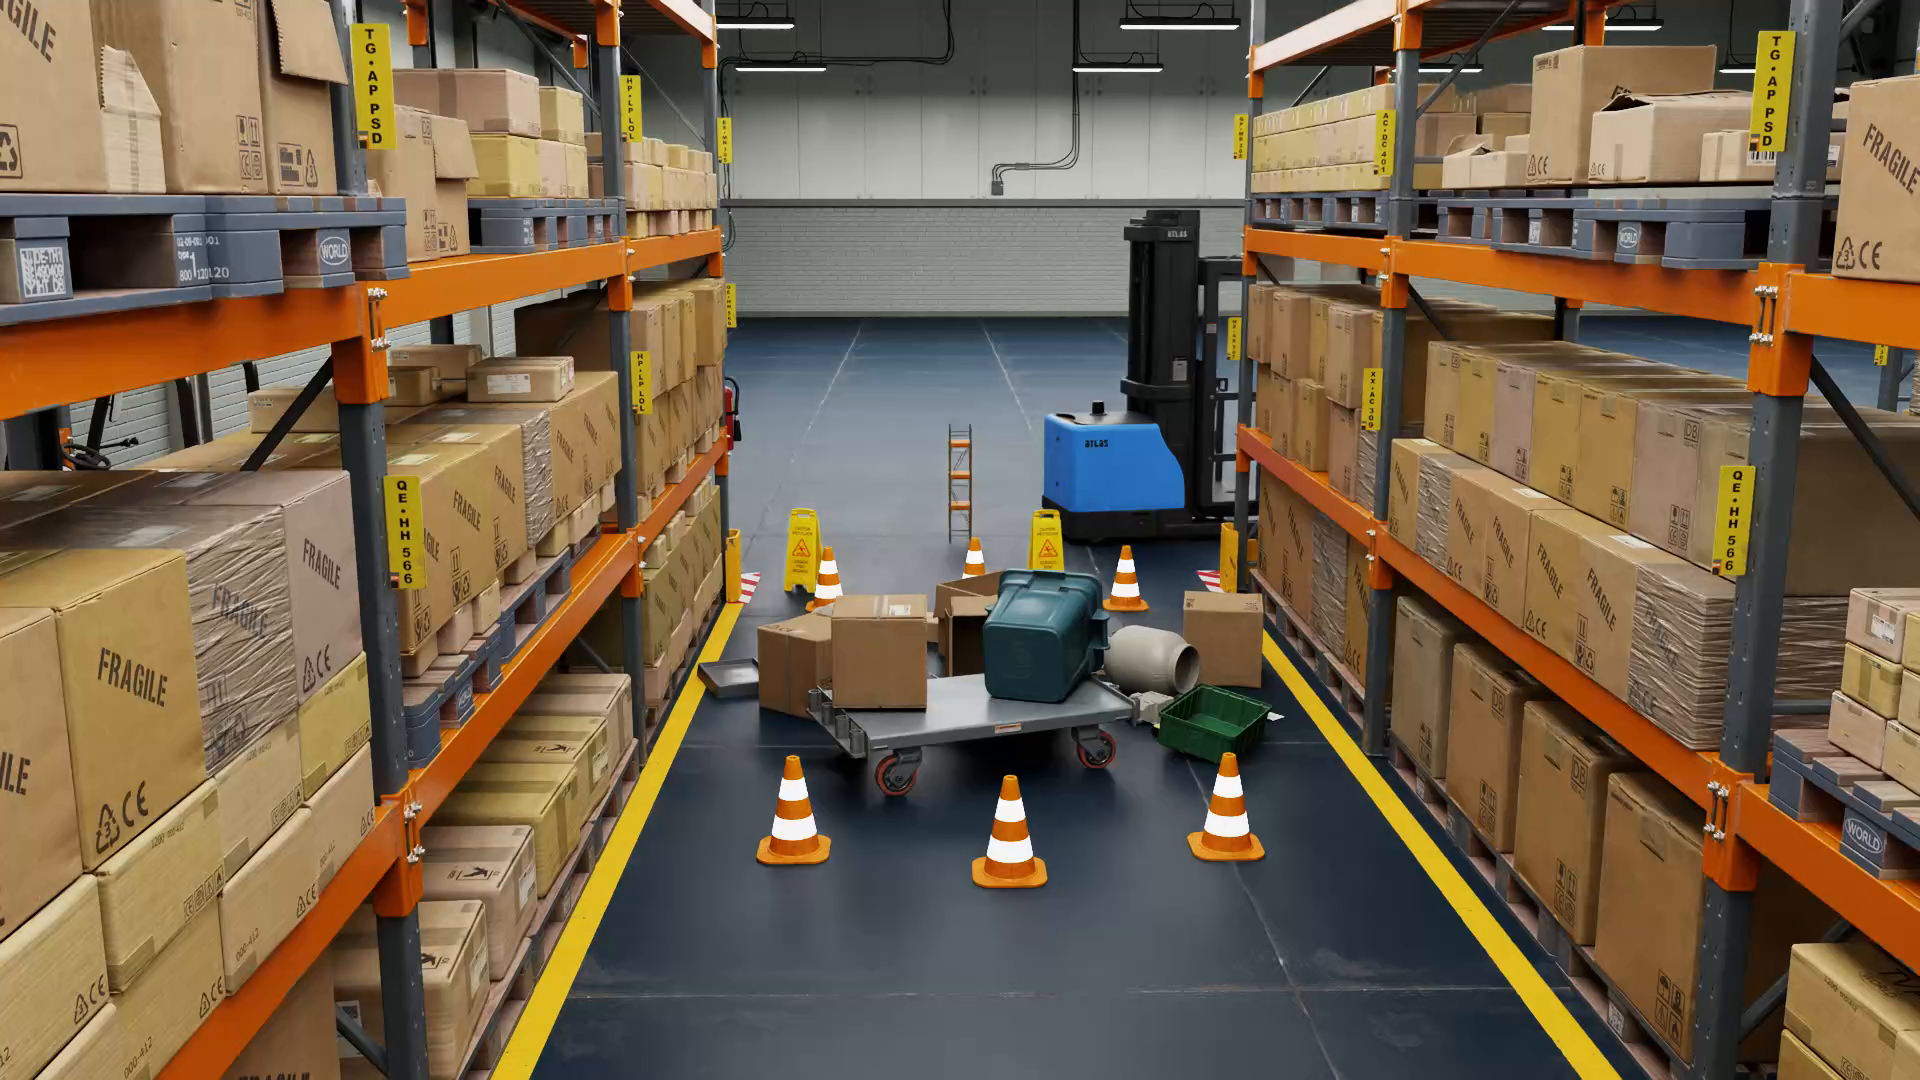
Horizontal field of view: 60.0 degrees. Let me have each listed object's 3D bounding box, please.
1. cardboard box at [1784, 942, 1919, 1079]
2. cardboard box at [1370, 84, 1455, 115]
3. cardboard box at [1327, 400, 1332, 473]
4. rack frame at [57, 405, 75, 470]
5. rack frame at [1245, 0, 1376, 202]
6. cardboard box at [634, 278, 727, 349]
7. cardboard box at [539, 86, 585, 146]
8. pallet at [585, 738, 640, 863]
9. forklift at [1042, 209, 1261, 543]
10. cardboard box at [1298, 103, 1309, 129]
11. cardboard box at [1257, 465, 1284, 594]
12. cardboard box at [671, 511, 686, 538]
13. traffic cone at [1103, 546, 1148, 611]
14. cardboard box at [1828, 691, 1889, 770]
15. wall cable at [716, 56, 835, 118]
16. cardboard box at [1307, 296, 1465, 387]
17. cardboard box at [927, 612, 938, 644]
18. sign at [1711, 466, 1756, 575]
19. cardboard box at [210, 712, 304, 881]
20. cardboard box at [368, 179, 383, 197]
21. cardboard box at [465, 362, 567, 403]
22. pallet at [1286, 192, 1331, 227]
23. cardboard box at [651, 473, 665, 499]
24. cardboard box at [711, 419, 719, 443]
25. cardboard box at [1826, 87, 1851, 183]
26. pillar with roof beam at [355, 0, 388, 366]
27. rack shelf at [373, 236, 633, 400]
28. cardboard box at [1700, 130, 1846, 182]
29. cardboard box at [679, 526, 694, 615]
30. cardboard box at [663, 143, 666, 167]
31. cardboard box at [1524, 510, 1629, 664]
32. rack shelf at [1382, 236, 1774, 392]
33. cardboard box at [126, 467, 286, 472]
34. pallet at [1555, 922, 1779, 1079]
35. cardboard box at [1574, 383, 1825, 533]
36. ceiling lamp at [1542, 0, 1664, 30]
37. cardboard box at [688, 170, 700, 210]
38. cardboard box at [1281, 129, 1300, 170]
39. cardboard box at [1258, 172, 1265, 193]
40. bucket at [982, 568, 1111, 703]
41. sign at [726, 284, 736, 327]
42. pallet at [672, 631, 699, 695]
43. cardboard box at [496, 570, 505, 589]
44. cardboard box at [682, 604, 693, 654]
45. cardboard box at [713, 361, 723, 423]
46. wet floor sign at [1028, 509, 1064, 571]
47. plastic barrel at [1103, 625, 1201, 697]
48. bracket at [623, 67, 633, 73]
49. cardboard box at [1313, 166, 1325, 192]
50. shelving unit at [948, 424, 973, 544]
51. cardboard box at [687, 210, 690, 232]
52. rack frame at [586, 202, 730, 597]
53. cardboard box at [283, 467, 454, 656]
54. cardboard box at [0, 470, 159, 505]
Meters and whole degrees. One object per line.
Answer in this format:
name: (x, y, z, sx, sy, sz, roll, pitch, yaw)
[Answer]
cardboard box: (2.595, 1.299, 4.458, 0.500, 0.250, 0.500, -1, 11, -4)
cardboard box: (2.414, -2.350, 8.873, 0.380, 0.149, 0.250, 0, 11, -2)
cardboard box: (2.793, -0.650, 10.342, 0.875, 0.550, 0.550, 0, 11, -1)
rack frame: (-7.252, -1.020, 12.541, 1.000, 3.000, 0.127, 0, 11, -1)
rack frame: (2.657, -4.021, 12.248, 1.000, 3.000, 0.127, 0, 11, -1)
cardboard box: (-2.061, -1.625, 12.010, 0.700, 0.500, 0.500, -1, 11, -3)
cardboard box: (-2.068, -1.978, 7.786, 0.500, 0.250, 0.500, 0, 11, 0)
pallet: (-2.189, 1.276, 8.241, 1.003, 0.211, 1.213, 0, 11, -1)
forklift: (2.341, -1.539, 15.271, 3.031, 2.935, 1.130, -3, 12, -13)
cardboard box: (2.377, -2.703, 10.611, 0.380, 0.149, 0.250, 0, 11, 0)
cardboard box: (2.737, -0.111, 12.351, 0.875, 0.875, 0.875, 0, 11, -1)
cardboard box: (-1.913, -0.089, 10.293, 0.380, 0.149, 0.250, 0, 11, 2)
traffic cone: (1.248, 0.273, 12.548, 0.336, 0.463, 0.334, 0, 11, -1)
cardboard box: (2.630, 0.516, 4.547, 0.380, 0.149, 0.250, 0, 11, -2)
wall cable: (-4.793, -11.337, 43.414, 3.097, 2.526, 0.112, 0, 11, -1)
cardboard box: (2.746, -1.284, 10.753, 0.875, 0.550, 0.500, 0, 11, -1)
cardboard box: (-0.243, 0.608, 11.686, 0.380, 0.149, 0.250, 6, 13, 28)
sign: (2.268, -0.056, 4.877, 0.100, 0.325, 0.005, 0, 11, -1)
cardboard box: (-1.846, 0.575, 3.800, 0.500, 0.250, 0.500, -1, 11, -3)
cardboard box: (-1.966, -0.969, 5.084, 0.396, 0.266, 0.258, 0, 11, -1)
cardboard box: (-1.915, -0.682, 7.189, 0.380, 0.149, 0.250, -1, 11, -4)
pallet: (2.711, -2.117, 10.630, 1.003, 0.211, 1.213, 0, 11, -1)
cardboard box: (-1.956, -0.339, 9.815, 0.380, 0.149, 0.250, 0, 11, 1)
cardboard box: (-1.952, -0.794, 12.062, 0.380, 0.149, 0.250, 0, 11, -2)
cardboard box: (3.027, -1.317, 5.379, 0.500, 0.311, 0.500, 0, 11, -1)
pillar with roof beam: (-4.083, -6.221, 23.089, 9.100, 9.000, 0.400, 0, 11, -1)
rack shelf: (-2.166, -0.966, 6.540, 1.077, 0.370, 4.000, 0, 11, -1)
cardboard box: (2.590, -1.220, 5.262, 0.380, 0.166, 0.250, 0, 11, -1)
cardboard box: (-1.981, 0.201, 10.499, 0.500, 0.500, 0.500, 0, 11, 2)
cardboard box: (-1.969, -2.306, 9.964, 0.380, 0.149, 0.250, 0, 11, -2)
cardboard box: (2.526, 0.173, 6.411, 0.500, 0.500, 0.500, 0, 11, -2)
rack shelf: (2.781, -1.006, 6.739, 1.077, 0.370, 4.000, 0, 11, -1)
cardboard box: (-2.412, 0.060, 5.165, 0.500, 0.500, 0.500, -1, 11, -3)
pallet: (2.882, 1.719, 6.057, 1.003, 0.211, 1.213, 0, 11, -1)
cardboard box: (2.799, -0.322, 6.335, 0.700, 0.500, 0.500, 0, 11, -2)
ceiling lamp: (10.705, -10.142, 27.735, 2.000, 3.185, 0.800, 0, 11, -1)
cardboard box: (-1.985, -2.280, 10.835, 0.500, 0.250, 0.500, 0, 11, 0)
cardboard box: (2.433, -2.580, 11.010, 0.500, 0.250, 0.500, 0, 11, -2)
cardboard box: (2.350, -2.563, 11.928, 0.380, 0.149, 0.250, 0, 11, -1)
bucket: (0.432, 0.556, 9.186, 0.726, 0.611, 0.620, 4, 22, 18)
sign: (-1.734, -1.762, 12.491, 0.100, 0.325, 0.005, 0, 11, -1)
pallet: (-2.284, 0.744, 10.859, 1.003, 0.211, 1.213, 0, 11, -1)
cardboard box: (-1.990, 0.132, 6.439, 0.380, 0.149, 0.250, 0, 11, 1)
cardboard box: (-1.985, 0.566, 10.584, 0.500, 0.250, 0.500, 0, 11, -2)
cardboard box: (-2.003, -1.129, 12.080, 0.500, 0.500, 0.500, 0, 11, -2)
wet floor sign: (0.677, 0.075, 13.067, 0.267, 0.644, 0.232, -2, 12, -11)
plastic barrel: (1.183, 0.757, 10.262, 0.512, 0.421, 0.421, 9, 15, 38)
bracket: (-8.449, -11.983, 42.438, 0.076, 0.066, 3.189, 0, 11, -1)
cardboard box: (2.385, -2.212, 10.199, 0.380, 0.149, 0.250, 0, 11, -2)
shelving unit: (0.001, -0.504, 14.902, 0.215, 1.050, 0.252, 0, 11, -1)
cardboard box: (-2.002, -2.116, 11.031, 0.380, 0.149, 0.250, 0, 11, -2)
rack frame: (-2.290, -1.041, 12.645, 1.000, 3.000, 0.127, 0, 11, -1)
cardboard box: (-1.902, 0.058, 5.171, 0.500, 0.500, 0.500, -1, 11, -3)
cardboard box: (-2.359, 0.109, 4.209, 0.500, 0.500, 0.500, -1, 11, -3)
